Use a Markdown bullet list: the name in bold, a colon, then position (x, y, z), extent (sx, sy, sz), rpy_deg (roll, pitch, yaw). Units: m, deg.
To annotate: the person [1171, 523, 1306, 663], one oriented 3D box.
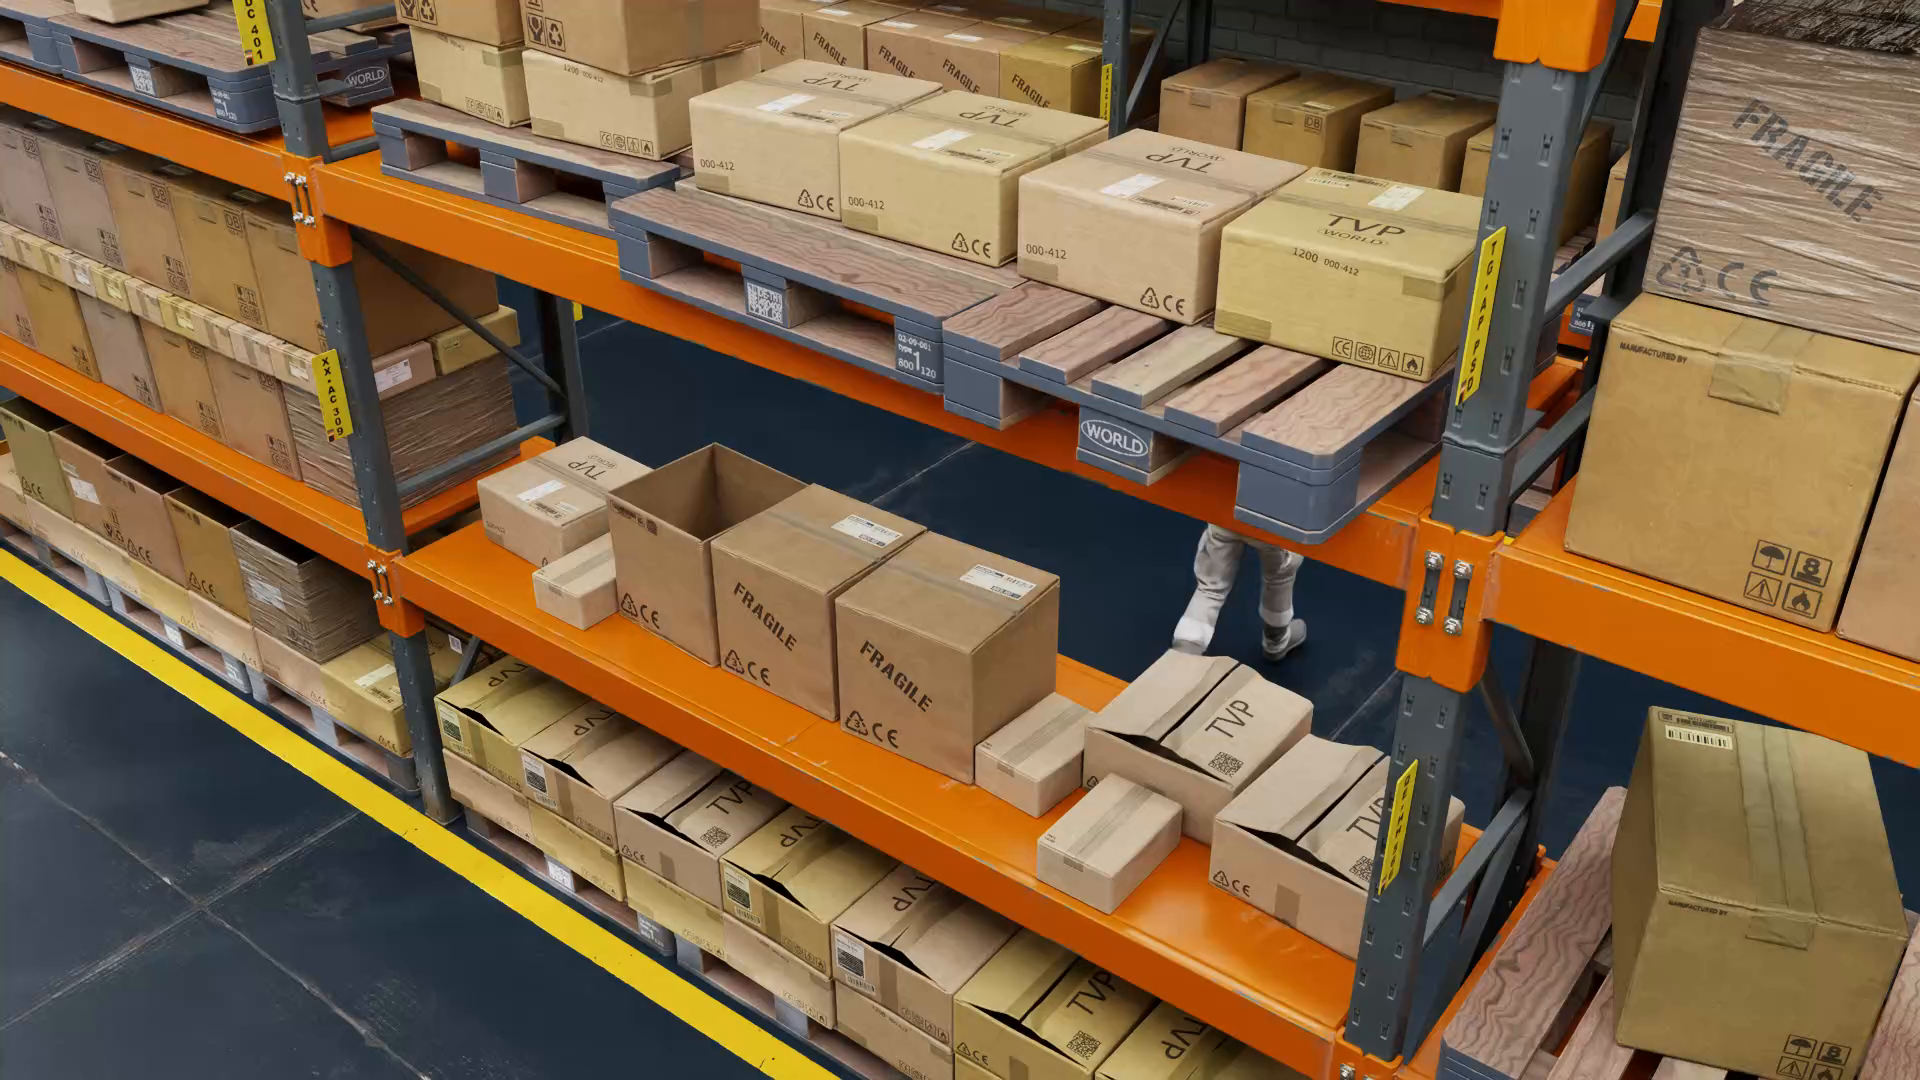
- **person**: position (1.263, -0.113, 7.300), extent (0.537, 1.761, 1.024), rpy_deg (19, 35, 29)
